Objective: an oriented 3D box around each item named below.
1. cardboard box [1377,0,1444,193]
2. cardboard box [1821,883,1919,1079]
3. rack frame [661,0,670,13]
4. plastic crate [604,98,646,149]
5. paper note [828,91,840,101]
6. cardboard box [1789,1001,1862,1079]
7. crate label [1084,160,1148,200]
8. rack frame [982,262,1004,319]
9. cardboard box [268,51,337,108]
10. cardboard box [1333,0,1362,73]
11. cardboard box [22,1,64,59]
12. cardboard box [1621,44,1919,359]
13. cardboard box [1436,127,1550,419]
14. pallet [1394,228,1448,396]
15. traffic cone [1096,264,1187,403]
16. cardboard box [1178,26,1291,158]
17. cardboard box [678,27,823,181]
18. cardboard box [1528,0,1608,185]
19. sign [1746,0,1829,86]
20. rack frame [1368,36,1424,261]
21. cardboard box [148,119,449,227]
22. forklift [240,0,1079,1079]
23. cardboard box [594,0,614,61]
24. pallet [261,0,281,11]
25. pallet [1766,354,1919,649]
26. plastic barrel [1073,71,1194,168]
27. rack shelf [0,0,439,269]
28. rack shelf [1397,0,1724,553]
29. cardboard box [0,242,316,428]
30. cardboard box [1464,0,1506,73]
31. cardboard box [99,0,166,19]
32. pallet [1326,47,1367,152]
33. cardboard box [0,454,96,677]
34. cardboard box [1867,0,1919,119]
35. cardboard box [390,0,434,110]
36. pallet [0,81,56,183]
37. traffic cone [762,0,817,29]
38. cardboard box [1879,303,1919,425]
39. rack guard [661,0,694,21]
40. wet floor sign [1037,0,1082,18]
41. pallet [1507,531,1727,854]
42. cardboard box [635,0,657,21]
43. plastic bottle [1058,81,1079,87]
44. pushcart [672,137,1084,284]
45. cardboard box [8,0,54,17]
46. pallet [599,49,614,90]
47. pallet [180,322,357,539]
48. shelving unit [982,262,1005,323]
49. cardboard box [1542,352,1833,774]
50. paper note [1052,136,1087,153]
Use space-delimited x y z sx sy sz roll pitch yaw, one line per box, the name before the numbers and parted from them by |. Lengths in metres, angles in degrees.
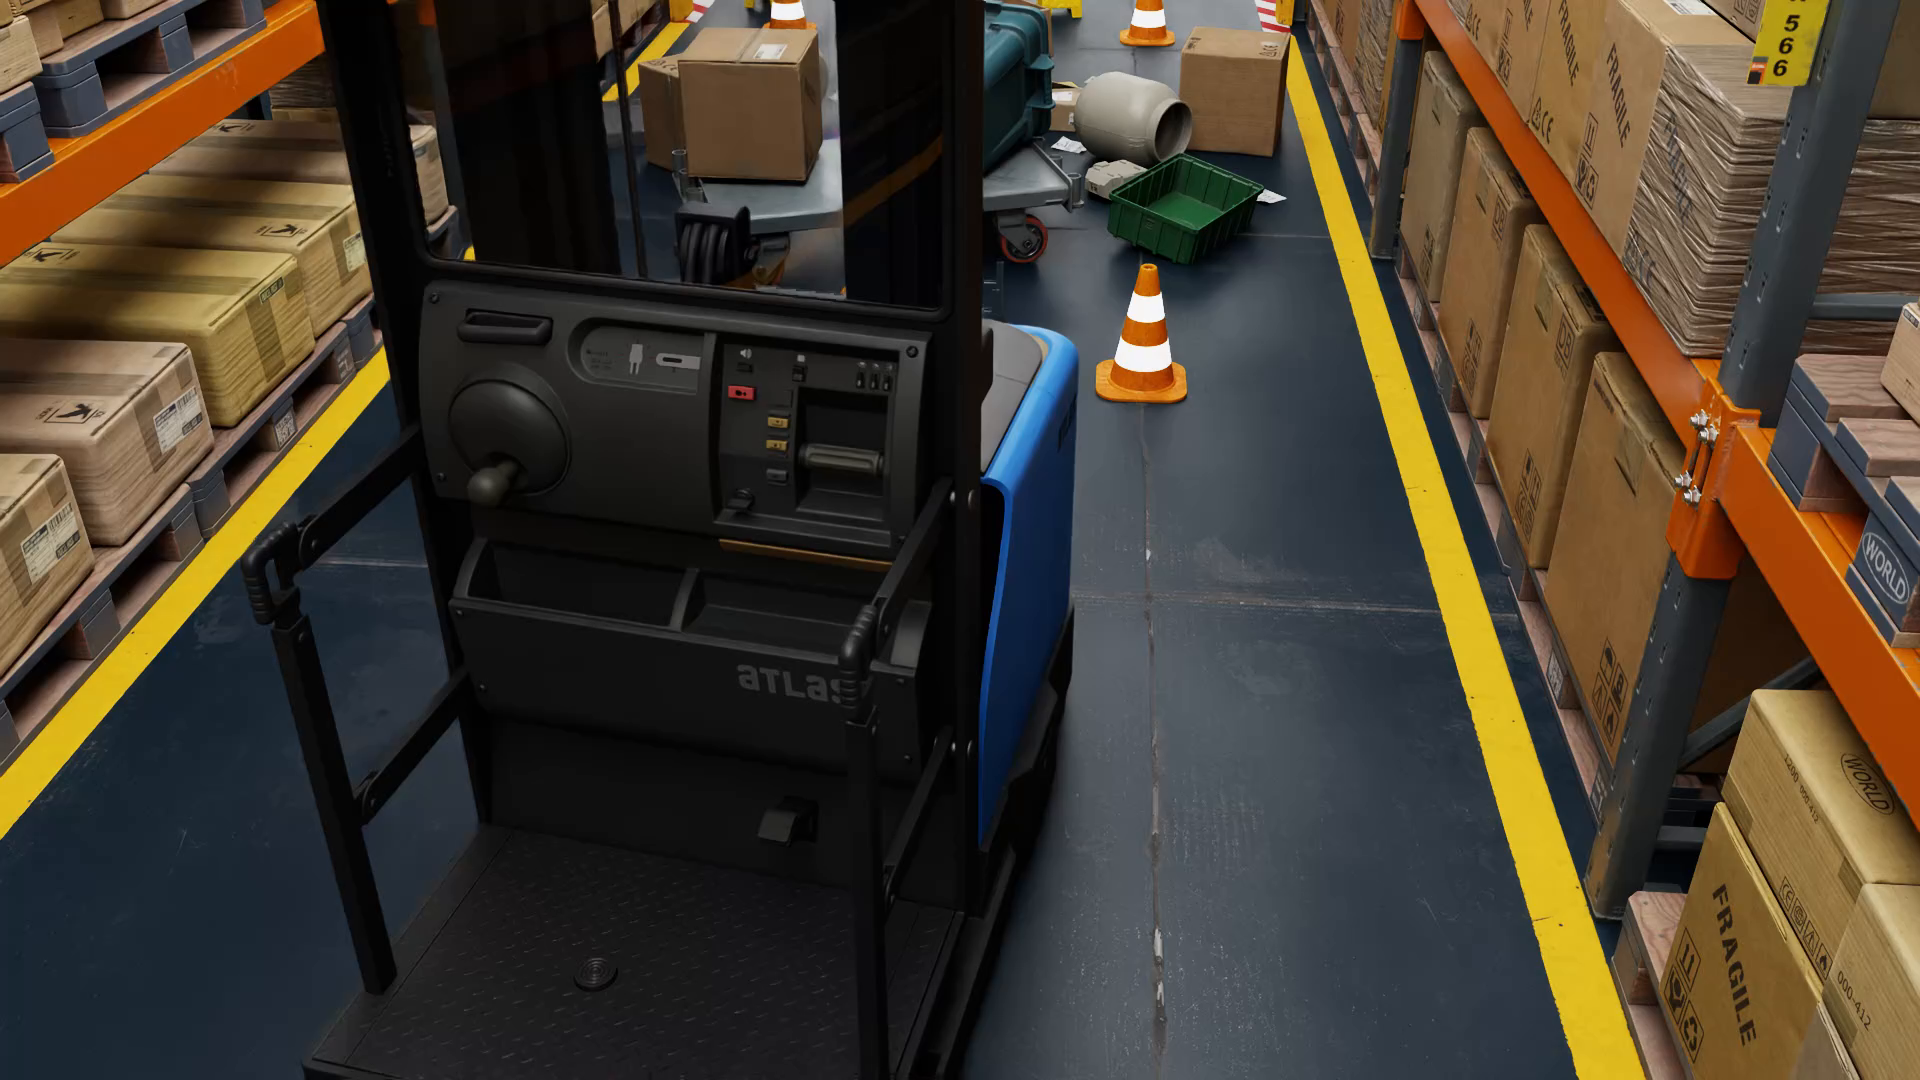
cardboard box | 2.410 -2.102 7.426 0.875 0.875 0.875 3 32 5
cardboard box | 1.625 0.772 2.406 0.500 0.250 0.500 2 32 3
rack frame | -2.327 -4.752 10.101 1.000 3.000 0.127 2 32 4
plastic crate | -1.708 -2.203 8.749 0.402 0.080 0.583 -8 33 -13
paper note | -0.639 -2.466 9.233 0.148 0.019 0.142 14 34 21
cardboard box | 1.614 1.097 2.592 0.500 0.500 0.500 3 32 5
crate label | 0.746 -1.701 7.880 0.298 0.136 0.250 -20 37 -29
rack frame | 0.008 -0.432 5.093 0.240 0.900 0.006 2 32 4
cardboard box | -2.872 -2.308 7.643 0.500 0.500 0.500 2 32 3
cardboard box | 2.556 -3.050 8.965 0.875 0.875 0.875 2 32 3
cardboard box | -2.657 -1.362 4.441 0.380 0.149 0.250 4 32 7
cardboard box | 1.732 -0.700 3.431 0.500 0.500 0.500 2 32 4
cardboard box | 2.246 -0.890 5.579 1.050 0.750 0.750 2 32 4
pallet | 2.301 -0.908 6.522 1.003 0.211 1.213 2 32 4
traffic cone | 0.675 -0.785 6.082 0.336 0.463 0.334 2 32 4
cardboard box | 1.392 -2.294 8.494 0.500 0.500 0.500 8 32 12
cardboard box | -0.876 -1.858 7.067 0.500 0.500 0.500 2 32 4
cardboard box | 1.815 -1.222 4.278 0.500 0.500 0.500 2 32 3
sign | 1.410 -0.925 2.788 0.100 0.325 0.005 2 32 4
rack frame | 2.289 -2.502 6.450 1.000 3.000 0.127 2 32 4
cardboard box | -2.693 -1.446 6.842 0.950 0.372 0.625 3 32 5
forklift | -0.563 -0.161 2.717 1.130 2.935 3.031 8 32 12
cardboard box | -2.212 -2.781 9.125 0.500 0.250 0.500 1 32 2
pallet | -2.860 -2.185 6.119 1.003 0.211 1.213 2 32 4
pallet | 2.011 0.049 2.494 1.213 0.211 1.003 2 32 4
plastic barrel | 0.852 -2.064 8.195 0.512 0.421 0.421 27 41 37
rack shelf | -2.816 -1.308 5.199 1.077 0.370 4.000 2 32 4
rack shelf | 2.126 -1.150 4.942 1.077 0.370 4.000 2 32 4
cardboard box | -2.803 -0.706 5.641 0.950 0.372 0.625 3 32 6
cardboard box | 1.894 -1.755 5.144 0.500 0.500 0.500 2 32 4
cardboard box | -2.587 -1.645 4.900 0.380 0.149 0.250 3 32 6
pallet | 2.526 -2.348 8.859 1.003 0.211 1.213 2 32 4
cardboard box | -2.923 0.076 4.371 0.950 0.372 0.625 0 32 1
cardboard box | 2.010 -1.113 3.148 0.700 0.500 0.500 2 32 4
cardboard box | -2.336 -2.285 7.604 0.500 0.500 0.500 4 32 6
pallet | -3.027 -0.864 3.976 1.213 0.211 1.003 2 32 4
traffic cone | -1.077 -3.392 10.313 0.336 0.463 0.334 2 32 4
cardboard box | 1.726 -0.256 2.646 0.380 0.149 0.250 2 32 3
rack guard | -2.333 -3.648 10.693 1.175 0.500 0.348 2 32 4
wet floor sign | 0.643 -3.691 10.624 0.267 0.644 0.232 -3 32 -5
pallet | 2.103 0.368 4.451 1.003 0.211 1.213 2 32 4
cardboard box | -2.127 -3.313 9.988 0.500 0.250 0.500 2 32 4
plastic bottle | 0.610 -2.463 9.188 0.133 0.061 0.283 -8 33 -13
pushcart | -0.376 -1.473 7.280 1.648 0.377 0.936 -8 33 -13
cardboard box | -2.639 -1.693 4.359 0.500 0.500 0.500 3 32 5
pallet | -2.537 -2.465 9.049 1.003 0.211 1.213 2 32 4
pallet | -2.812 -0.426 5.740 1.003 0.211 1.213 2 32 4
shelving unit | -0.001 -0.379 5.007 0.258 0.900 0.210 2 32 4
cardboard box | 2.103 0.054 4.047 1.050 0.750 0.750 2 32 3
paper note | 0.576 -2.023 8.510 0.172 0.023 0.155 14 34 21
